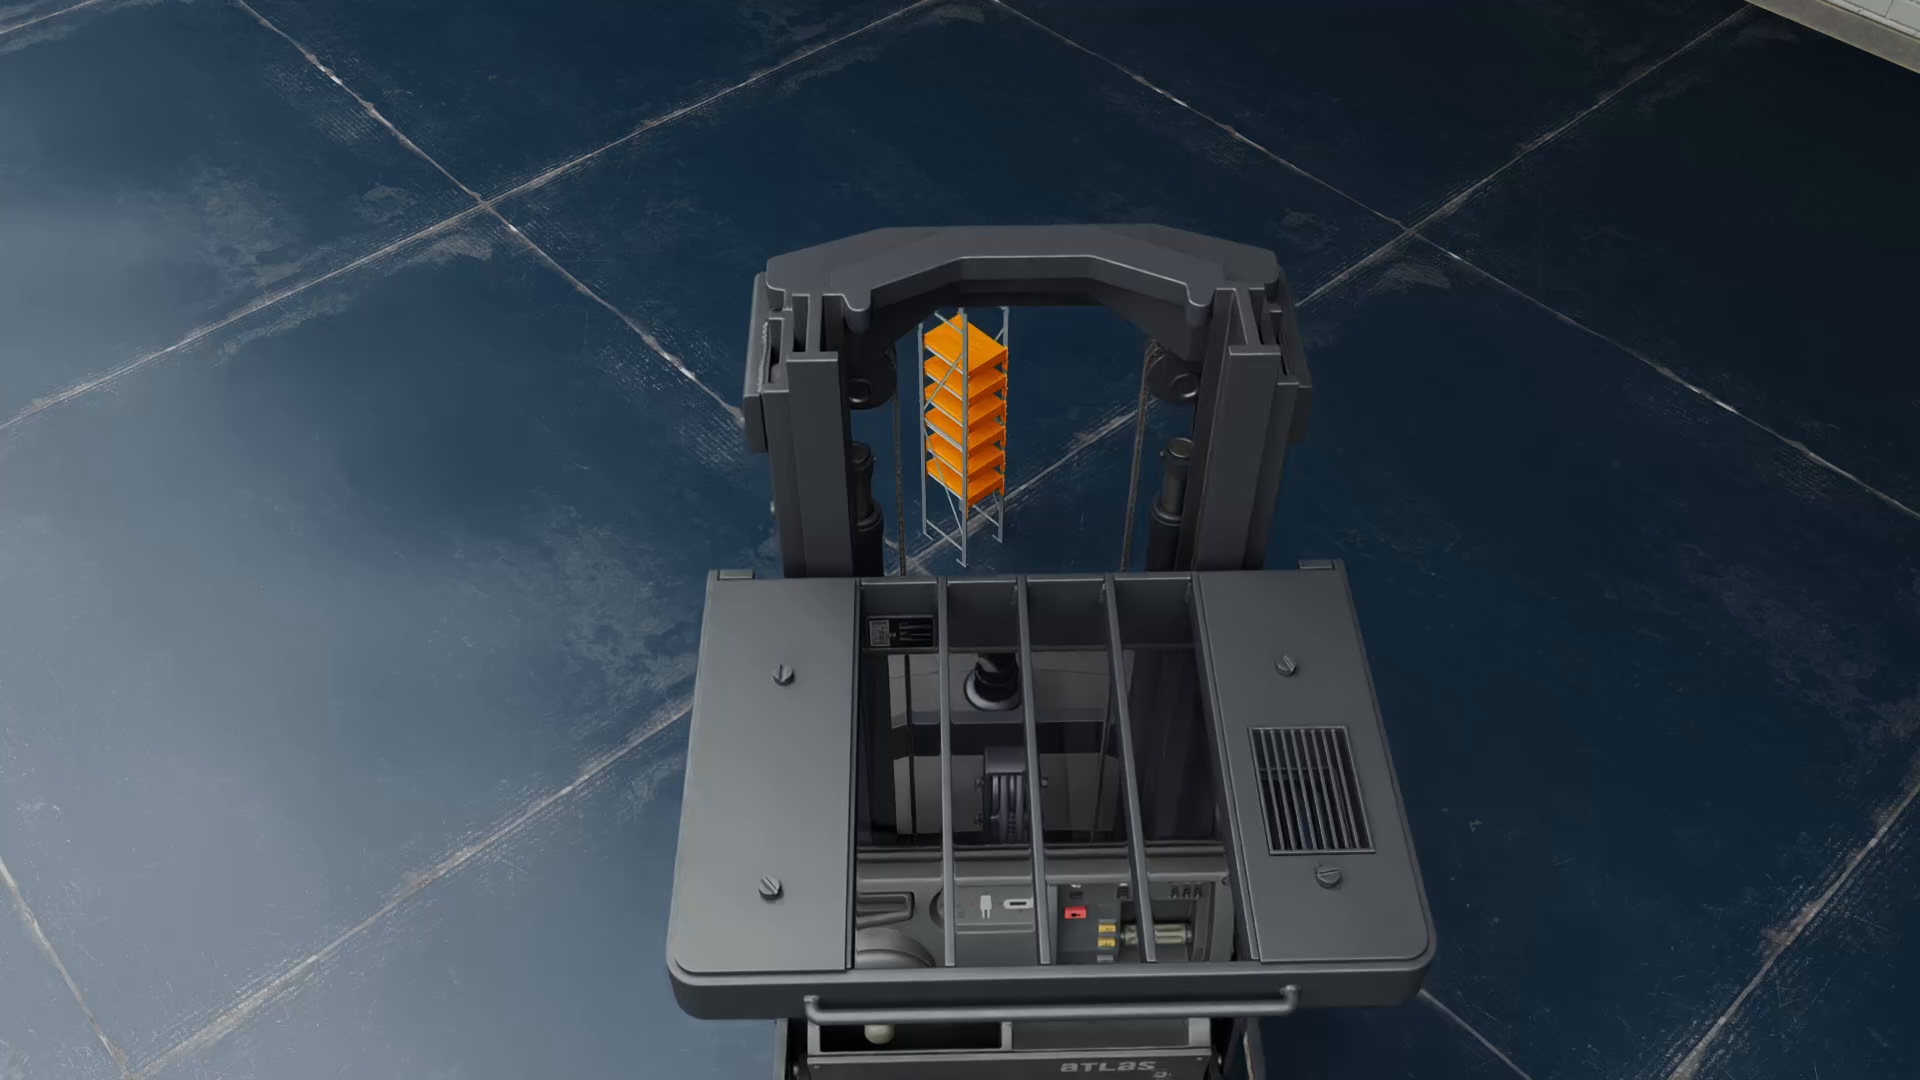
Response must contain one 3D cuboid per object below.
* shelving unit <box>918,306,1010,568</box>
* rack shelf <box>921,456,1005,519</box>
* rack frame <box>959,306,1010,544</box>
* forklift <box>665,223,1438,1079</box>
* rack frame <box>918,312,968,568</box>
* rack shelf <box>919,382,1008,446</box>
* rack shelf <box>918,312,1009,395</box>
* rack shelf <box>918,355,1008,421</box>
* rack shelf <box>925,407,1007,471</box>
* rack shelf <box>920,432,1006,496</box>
[{"bbox_3d":[0.011,-0.414,5.816,0.189,1.200,0.258,-34,56,-27],"label":"shelving unit"},{"bbox_3d":[0.011,-0.221,6.025,0.180,0.103,0.258,-34,56,-27],"label":"rack shelf"},{"bbox_3d":[0.078,-0.459,5.857,0.006,1.200,0.240,-34,56,-27],"label":"rack frame"},{"bbox_3d":[0.121,0.962,3.368,1.130,2.935,3.031,-1,47,-1],"label":"forklift"},{"bbox_3d":[-0.057,-0.369,5.774,0.006,1.200,0.240,-34,56,-27],"label":"rack frame"},{"bbox_3d":[0.011,-0.465,5.760,0.180,0.103,0.258,-34,56,-27],"label":"rack shelf"},{"bbox_3d":[0.011,-0.628,5.584,0.180,0.103,0.258,-34,56,-27],"label":"rack shelf"},{"bbox_3d":[0.011,-0.547,5.672,0.180,0.103,0.258,-34,56,-27],"label":"rack shelf"},{"bbox_3d":[0.011,-0.384,5.848,0.180,0.103,0.258,-34,56,-27],"label":"rack shelf"},{"bbox_3d":[0.011,-0.303,5.936,0.180,0.103,0.258,-34,56,-27],"label":"rack shelf"}]
